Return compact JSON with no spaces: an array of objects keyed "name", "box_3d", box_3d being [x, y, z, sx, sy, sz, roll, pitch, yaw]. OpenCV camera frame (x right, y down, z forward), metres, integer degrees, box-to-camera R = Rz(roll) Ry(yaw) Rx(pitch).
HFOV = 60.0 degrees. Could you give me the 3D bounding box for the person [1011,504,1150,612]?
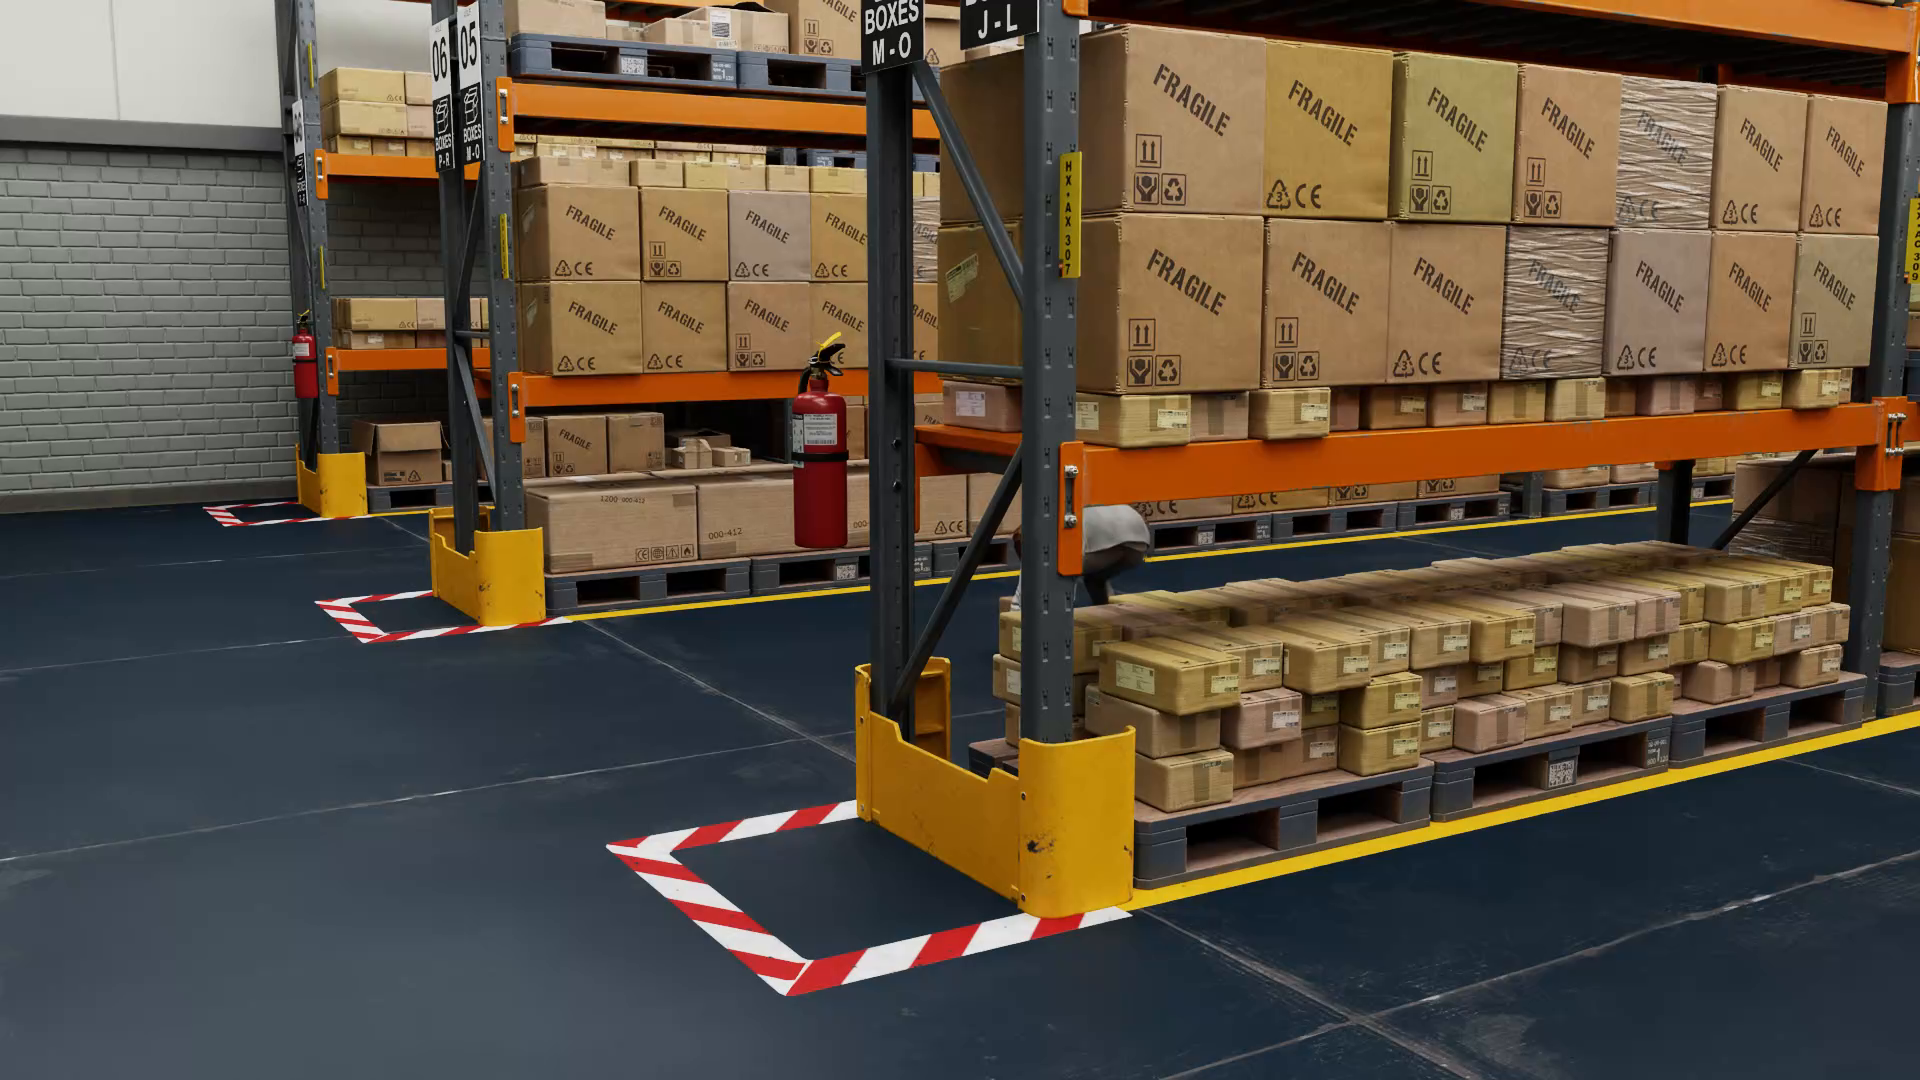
[{"name":"person","box_3d":[0.532,0.194,7.801,0.424,0.816,0.861,-6,10,-33]}]
